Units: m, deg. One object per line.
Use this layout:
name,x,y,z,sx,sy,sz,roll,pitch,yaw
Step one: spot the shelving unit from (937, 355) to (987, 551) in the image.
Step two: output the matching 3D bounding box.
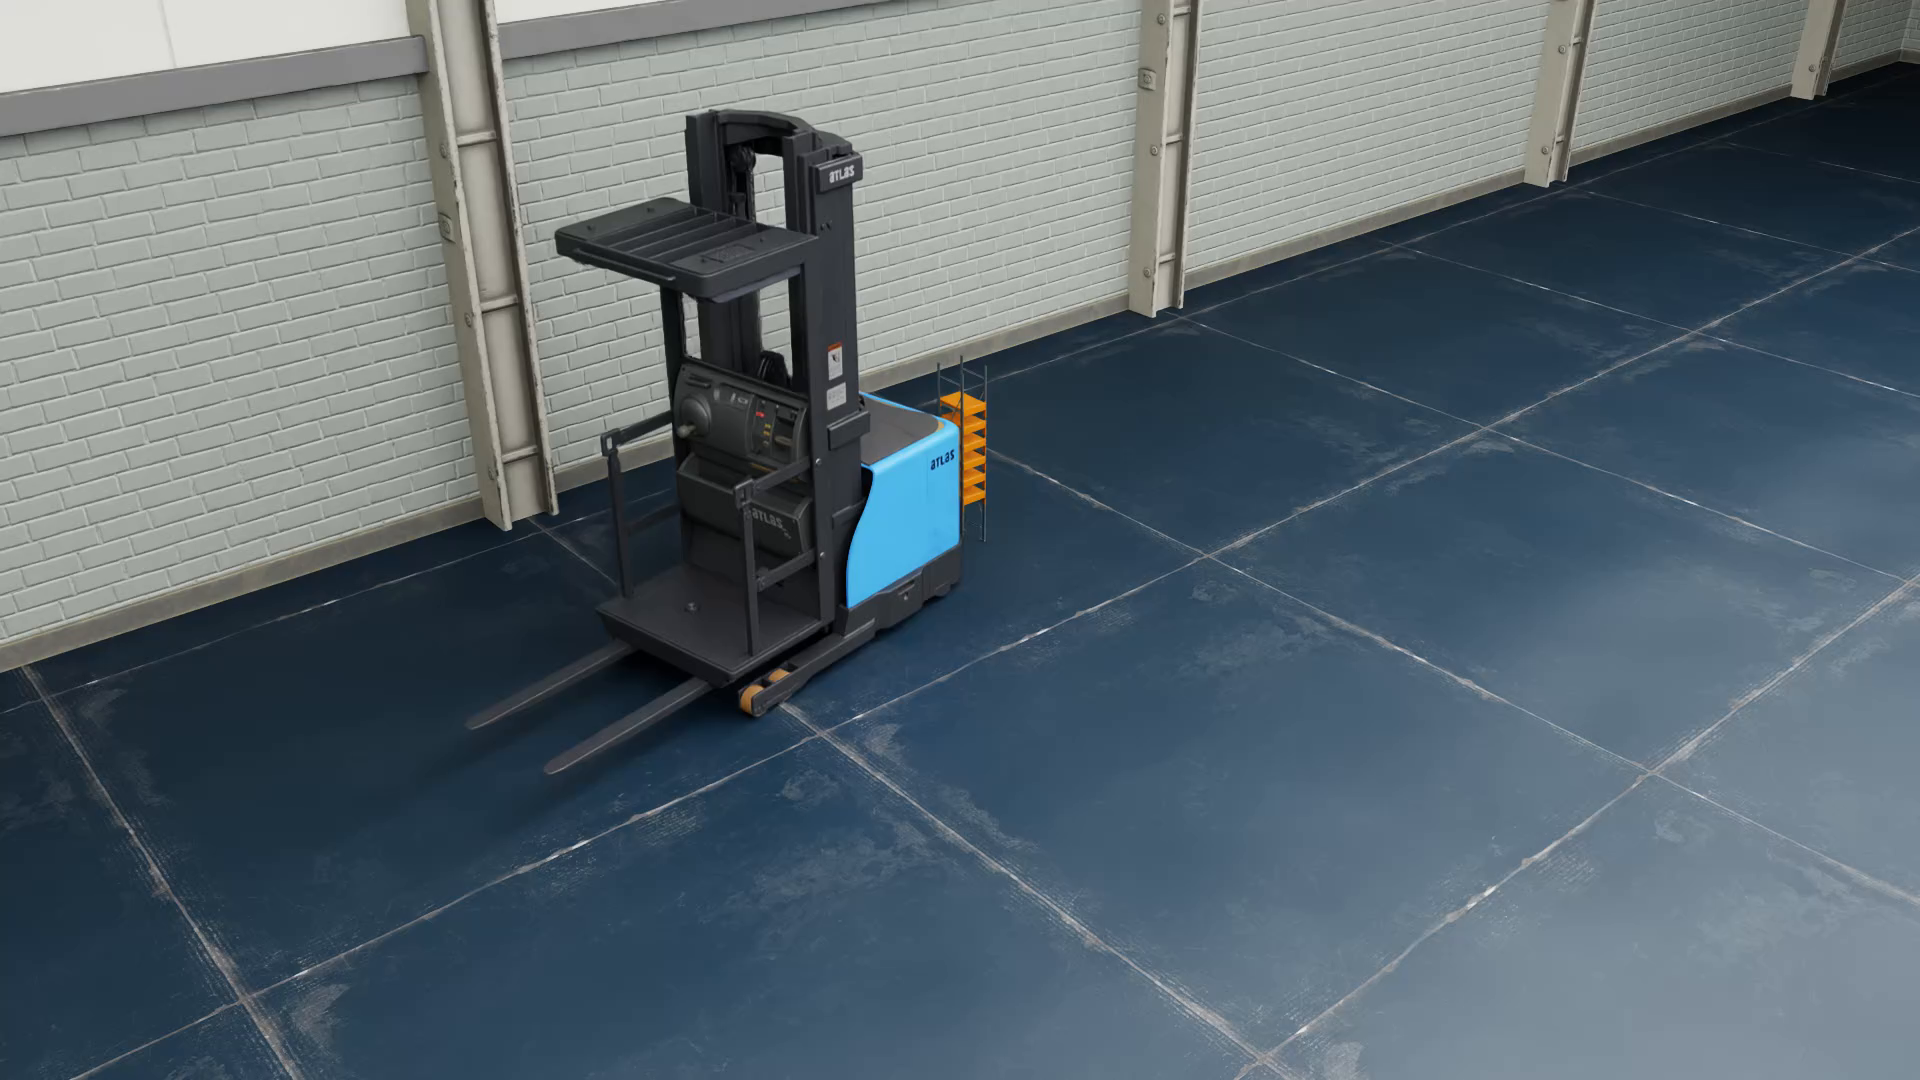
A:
shelving unit,0.011,-0.534,10.334,0.189,1.200,0.258,-22,35,-35

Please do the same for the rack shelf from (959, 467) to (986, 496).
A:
rack shelf,0.011,-0.389,10.411,0.180,0.103,0.258,-22,35,-35

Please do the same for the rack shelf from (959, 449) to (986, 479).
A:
rack shelf,0.011,-0.494,10.355,0.180,0.103,0.258,-22,35,-35

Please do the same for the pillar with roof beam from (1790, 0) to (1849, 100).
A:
pillar with roof beam,13.605,-8.103,16.223,0.400,9.000,9.100,-22,35,-35

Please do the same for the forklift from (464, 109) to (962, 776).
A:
forklift,-1.299,-0.619,8.657,1.130,2.935,3.031,21,34,33

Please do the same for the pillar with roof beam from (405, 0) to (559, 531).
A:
pillar with roof beam,-0.089,-2.597,5.919,0.400,9.000,9.100,-22,35,-35

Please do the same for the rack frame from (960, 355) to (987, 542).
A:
rack frame,0.081,-0.562,10.386,0.006,1.200,0.240,-22,35,-35

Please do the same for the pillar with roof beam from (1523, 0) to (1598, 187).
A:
pillar with roof beam,9.040,-6.267,12.789,0.400,9.000,9.100,-22,35,-35

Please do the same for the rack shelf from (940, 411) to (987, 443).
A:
rack shelf,0.011,-0.706,10.242,0.180,0.103,0.258,-22,35,-35

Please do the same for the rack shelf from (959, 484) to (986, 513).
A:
rack shelf,0.011,-0.283,10.468,0.180,0.103,0.258,-22,35,-35

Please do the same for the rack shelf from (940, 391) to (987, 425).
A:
rack shelf,0.011,-0.812,10.185,0.180,0.103,0.258,-22,35,-35

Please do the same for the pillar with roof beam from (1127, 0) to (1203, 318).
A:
pillar with roof beam,4.476,-4.432,9.354,0.400,9.000,9.100,-22,35,-35

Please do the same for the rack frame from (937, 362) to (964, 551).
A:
rack frame,-0.059,-0.506,10.281,0.006,1.200,0.240,-22,35,-35

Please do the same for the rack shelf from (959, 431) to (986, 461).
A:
rack shelf,0.011,-0.600,10.298,0.180,0.103,0.258,-22,35,-35
